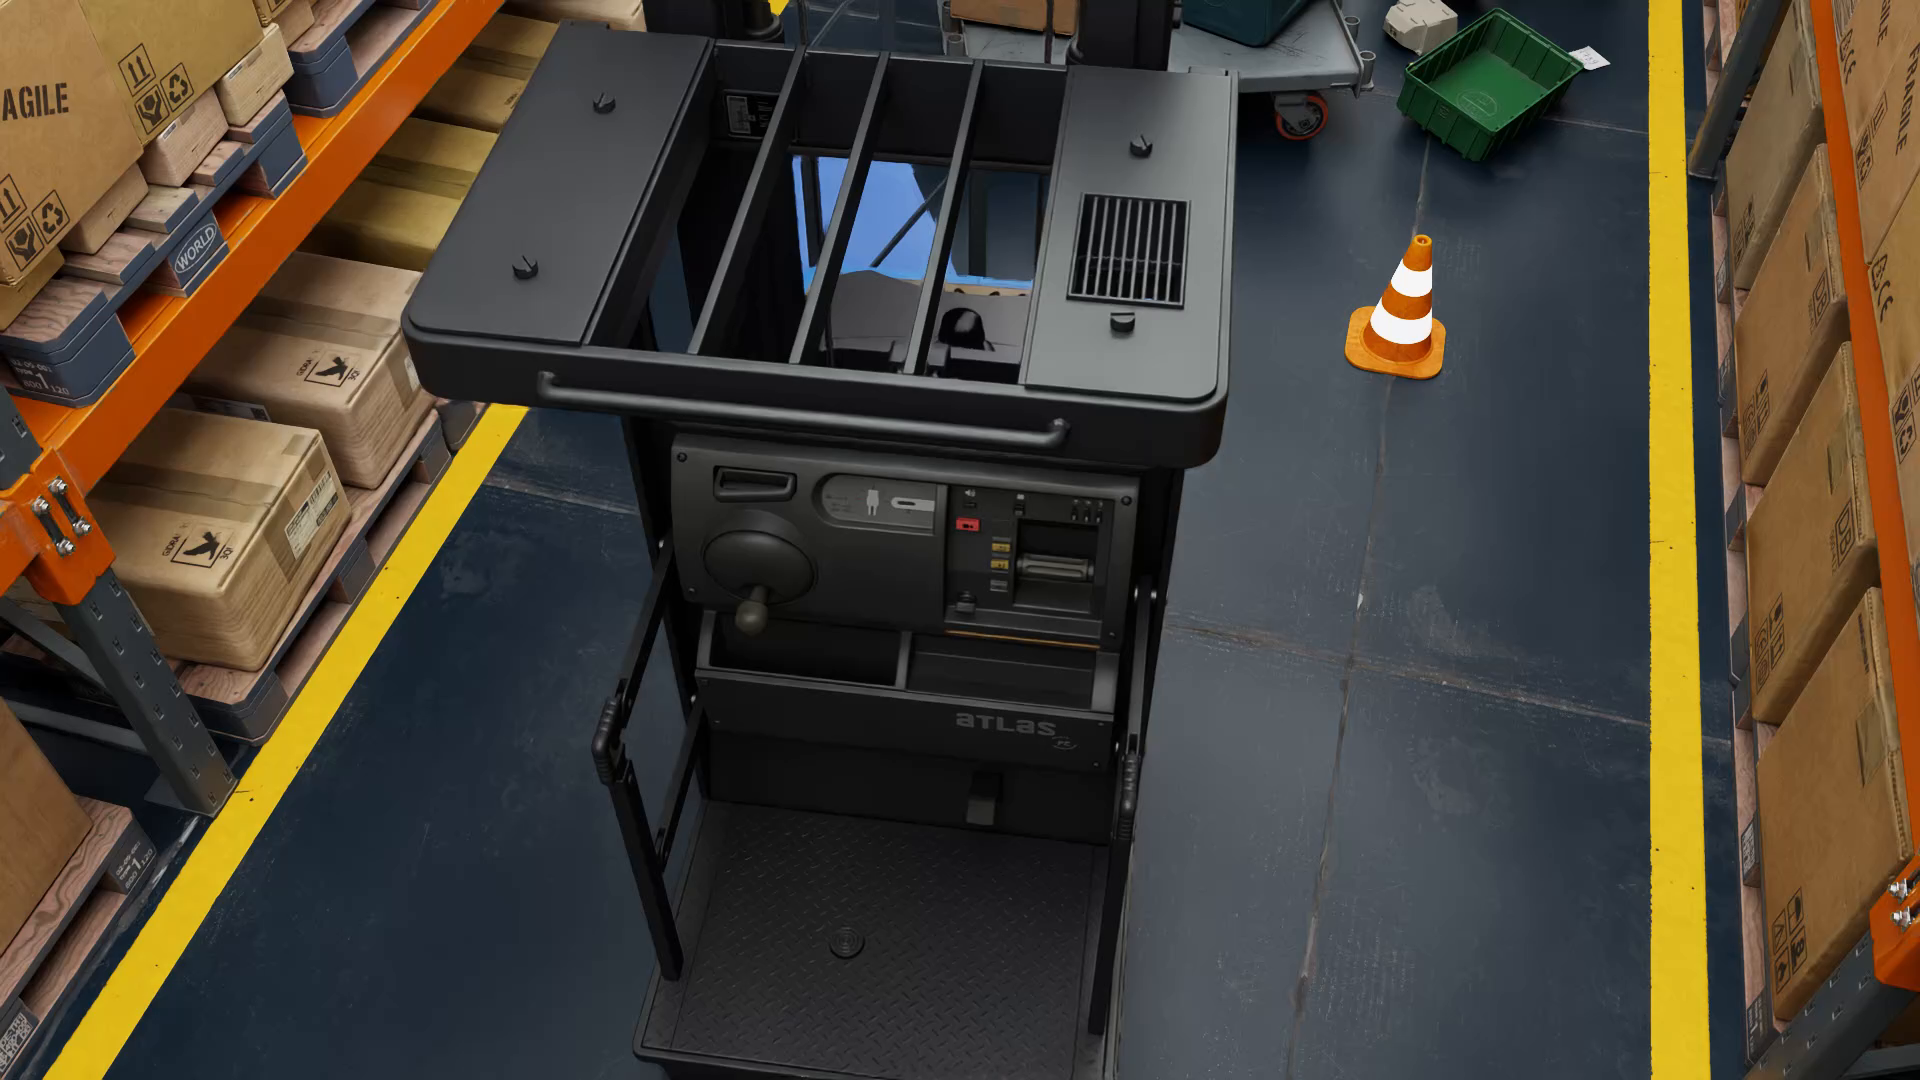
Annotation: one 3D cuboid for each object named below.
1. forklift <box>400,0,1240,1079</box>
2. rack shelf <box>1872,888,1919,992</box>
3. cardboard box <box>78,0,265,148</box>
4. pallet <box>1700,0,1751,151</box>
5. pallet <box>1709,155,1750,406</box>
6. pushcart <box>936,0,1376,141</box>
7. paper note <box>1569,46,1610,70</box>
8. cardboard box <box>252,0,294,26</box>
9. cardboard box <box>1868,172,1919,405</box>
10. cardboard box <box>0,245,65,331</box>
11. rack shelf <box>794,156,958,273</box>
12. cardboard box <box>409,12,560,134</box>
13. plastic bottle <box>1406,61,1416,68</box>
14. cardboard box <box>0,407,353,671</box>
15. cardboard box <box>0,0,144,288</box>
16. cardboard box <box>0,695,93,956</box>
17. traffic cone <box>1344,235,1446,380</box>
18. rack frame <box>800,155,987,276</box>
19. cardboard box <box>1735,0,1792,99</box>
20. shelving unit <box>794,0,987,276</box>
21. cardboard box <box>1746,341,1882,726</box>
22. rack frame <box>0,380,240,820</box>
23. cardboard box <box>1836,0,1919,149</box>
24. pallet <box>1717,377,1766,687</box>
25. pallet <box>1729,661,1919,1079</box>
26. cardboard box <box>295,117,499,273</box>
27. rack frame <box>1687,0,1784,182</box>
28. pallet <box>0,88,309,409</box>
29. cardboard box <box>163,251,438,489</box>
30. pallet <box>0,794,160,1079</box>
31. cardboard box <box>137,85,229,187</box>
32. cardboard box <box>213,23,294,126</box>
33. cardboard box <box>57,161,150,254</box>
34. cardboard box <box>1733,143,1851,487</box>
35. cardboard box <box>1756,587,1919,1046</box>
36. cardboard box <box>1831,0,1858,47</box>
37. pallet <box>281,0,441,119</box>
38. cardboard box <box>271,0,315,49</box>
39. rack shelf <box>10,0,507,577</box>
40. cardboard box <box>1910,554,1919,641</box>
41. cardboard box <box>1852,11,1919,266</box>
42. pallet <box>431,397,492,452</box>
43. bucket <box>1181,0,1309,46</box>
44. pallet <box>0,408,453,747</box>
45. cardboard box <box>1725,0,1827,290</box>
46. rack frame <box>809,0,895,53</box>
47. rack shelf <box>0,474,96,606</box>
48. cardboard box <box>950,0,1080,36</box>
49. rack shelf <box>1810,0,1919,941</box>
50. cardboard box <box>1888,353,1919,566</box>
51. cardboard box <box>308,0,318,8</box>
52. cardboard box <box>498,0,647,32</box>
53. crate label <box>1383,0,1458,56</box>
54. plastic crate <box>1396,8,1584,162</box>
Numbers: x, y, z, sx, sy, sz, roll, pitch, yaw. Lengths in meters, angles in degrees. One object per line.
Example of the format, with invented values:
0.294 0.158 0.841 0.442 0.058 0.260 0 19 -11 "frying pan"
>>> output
-0.144 0.125 3.185 1.130 2.935 3.031 6 49 5 "forklift"
1.763 2.221 1.769 1.077 0.370 4.000 12 50 10 "rack shelf"
-2.040 -1.296 3.848 0.500 0.500 0.500 14 50 12 "cardboard box"
3.618 -1.968 6.847 1.003 0.211 1.213 12 50 10 "pallet"
3.212 -0.861 5.869 1.003 0.211 1.213 12 50 10 "pallet"
0.753 -1.979 6.745 1.648 0.377 0.936 -4 49 -3 "pushcart"
2.646 -2.039 7.029 0.147 0.020 0.142 -19 51 -16 "paper note"
-1.907 -1.681 4.188 0.500 0.500 0.500 12 50 11 "cardboard box"
2.414 -0.597 3.710 0.500 0.500 0.500 11 49 9 "cardboard box"
-2.247 -0.621 3.685 0.380 0.149 0.250 9 49 8 "cardboard box"
-0.311 -0.881 5.268 0.538 0.185 1.000 -12 50 -11 "rack shelf"
-1.781 -1.629 6.160 0.950 0.372 0.625 14 50 12 "cardboard box"
1.959 -1.882 6.870 0.133 0.061 0.283 -11 50 -10 "plastic bottle"
-2.354 -0.043 4.760 0.950 0.372 0.625 9 49 7 "cardboard box"
-2.171 -0.917 3.514 0.500 0.500 0.500 10 49 9 "cardboard box"
-2.774 0.680 3.786 0.875 0.875 0.875 11 50 10 "cardboard box"
1.533 -0.845 5.687 0.336 0.463 0.334 12 50 10 "traffic cone"
-0.170 -0.634 4.809 0.500 1.500 0.032 -12 50 -11 "rack frame"
3.576 -2.234 6.358 0.875 0.875 0.875 12 50 11 "cardboard box"
-0.311 -1.000 5.133 0.538 1.500 1.048 -12 50 -11 "shelving unit"
2.764 0.086 4.394 1.050 0.750 0.750 12 50 11 "cardboard box"
-2.512 -0.367 3.573 1.000 3.000 0.127 12 50 10 "rack frame"
2.678 -1.336 4.362 0.500 0.500 0.500 11 50 10 "cardboard box"
2.893 0.024 5.088 1.003 0.211 1.213 12 50 10 "pallet"
2.570 0.904 4.311 1.003 0.211 1.213 12 50 10 "pallet"
-1.962 -1.126 5.716 0.950 0.372 0.625 13 50 11 "cardboard box"
3.343 -2.357 5.329 1.000 3.000 0.127 12 50 10 "rack frame"
-2.427 -0.840 4.119 1.213 0.211 1.003 12 50 10 "pallet"
-2.167 -0.579 5.233 0.950 0.372 0.625 11 49 9 "cardboard box"
-2.792 1.111 4.129 1.003 0.211 1.213 12 50 10 "pallet"
-2.024 -1.008 4.026 0.380 0.149 0.250 9 49 8 "cardboard box"
-1.932 -1.203 4.198 0.380 0.149 0.250 12 50 10 "cardboard box"
-2.141 -0.819 3.860 0.380 0.149 0.250 9 49 8 "cardboard box"
3.008 -0.587 4.988 1.050 0.750 0.750 12 50 10 "cardboard box"
2.537 0.719 3.835 1.050 0.750 0.750 11 49 10 "cardboard box"
2.812 -1.697 4.680 0.500 0.500 0.500 12 50 10 "cardboard box"
-2.031 -1.744 4.916 1.003 0.211 1.213 12 50 10 "pallet"
-1.944 -1.393 4.366 0.380 0.149 0.250 14 50 12 "cardboard box"
-1.986 -1.576 5.120 1.077 0.370 4.000 12 50 10 "rack shelf"
2.149 0.125 3.073 0.500 0.500 0.500 12 50 10 "cardboard box"
2.544 -0.969 4.038 0.500 0.500 0.500 12 50 11 "cardboard box"
-1.982 -0.889 5.894 1.003 0.211 1.213 12 50 10 "pallet"
1.154 -2.330 6.475 0.726 0.611 0.620 28 64 22 "bucket"
-2.305 -0.009 5.117 1.003 0.211 1.213 12 50 10 "pallet"
3.266 -1.284 5.603 1.050 0.750 0.750 11 50 10 "cardboard box"
-0.451 -1.367 5.456 0.500 1.500 0.032 -12 50 -11 "rack frame"
-3.039 1.318 2.566 1.077 0.370 4.000 12 50 10 "rack shelf"
0.266 -2.354 6.489 0.500 0.500 0.500 12 50 10 "cardboard box"
2.816 -0.672 4.322 1.077 0.370 4.000 12 50 10 "rack shelf"
2.282 -0.236 3.391 0.500 0.500 0.500 12 50 10 "cardboard box"
-1.907 -1.605 4.553 0.380 0.149 0.250 13 50 12 "cardboard box"
-1.595 -2.150 6.619 0.950 0.372 0.625 12 50 11 "cardboard box"
1.973 -2.209 7.108 0.298 0.136 0.250 -19 51 -16 "crate label"
2.124 -1.829 6.701 0.662 0.188 0.450 -37 68 -28 "plastic crate"
